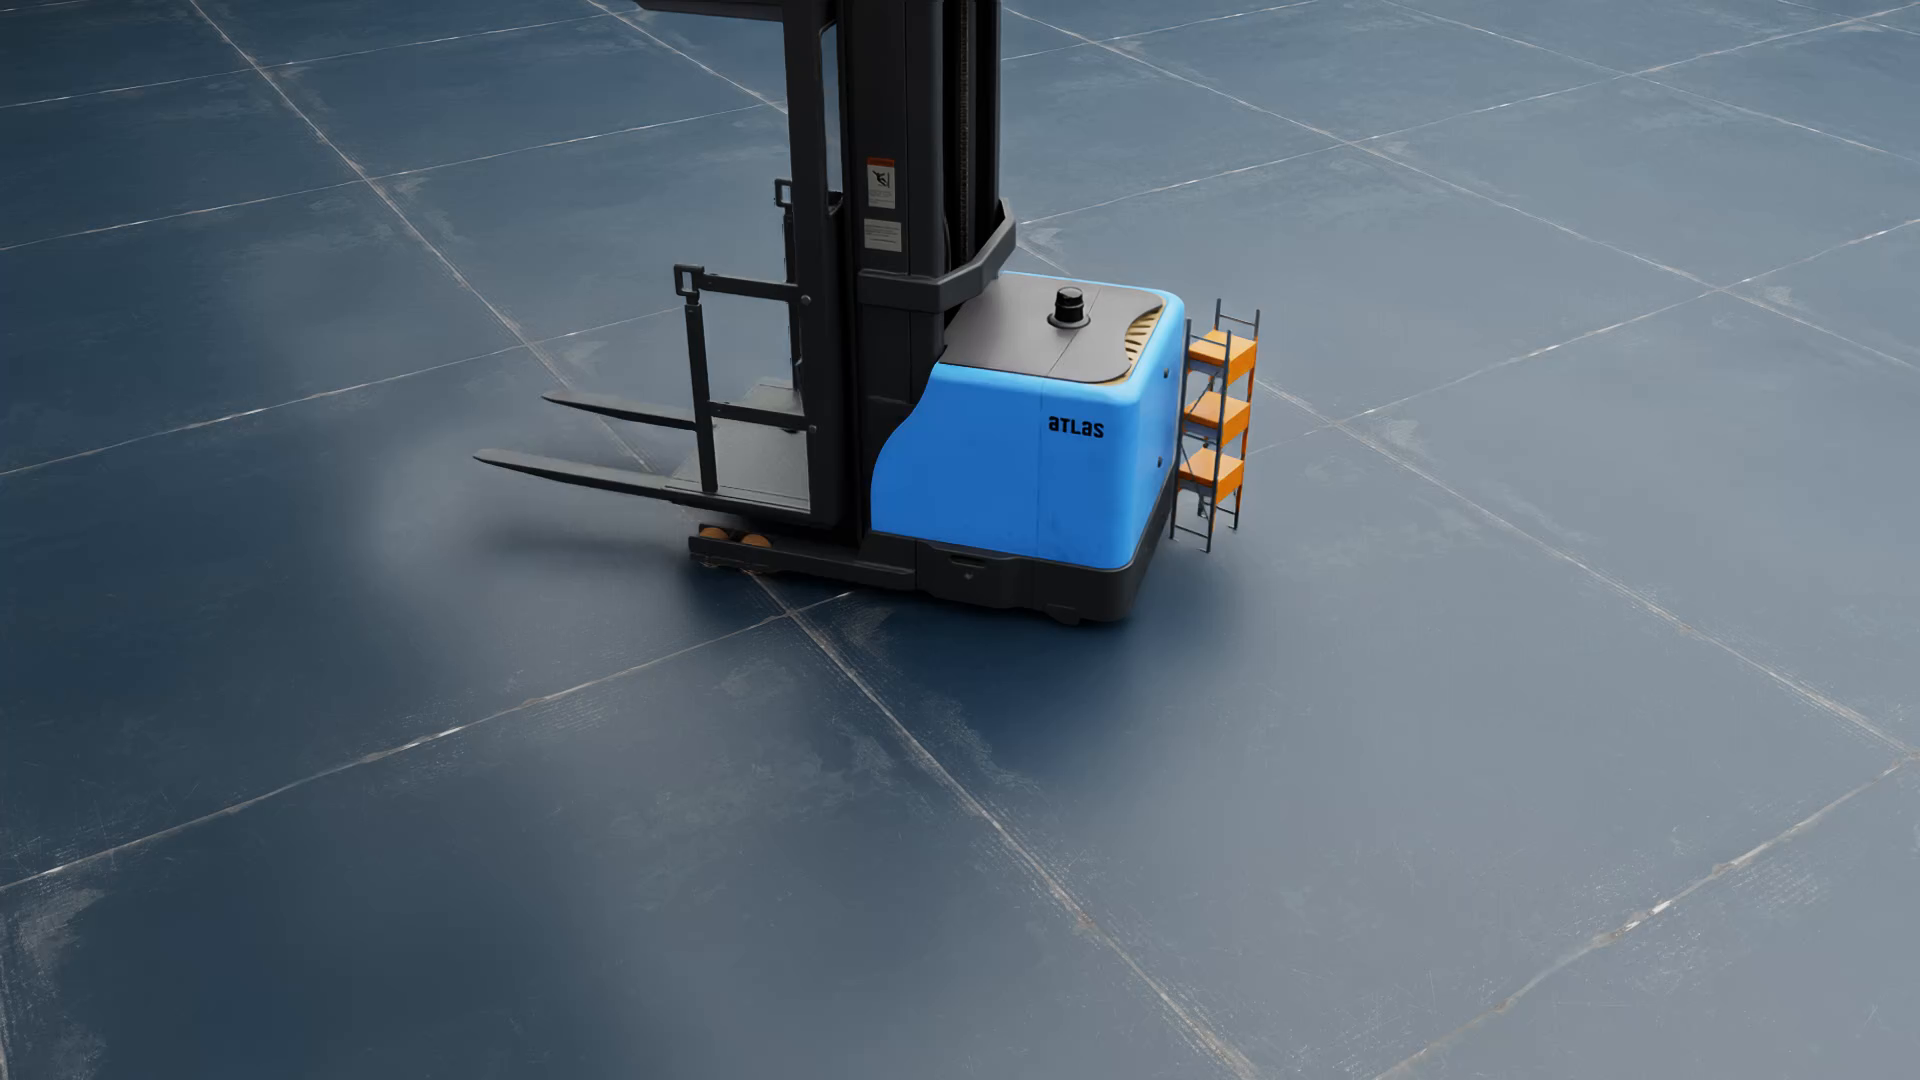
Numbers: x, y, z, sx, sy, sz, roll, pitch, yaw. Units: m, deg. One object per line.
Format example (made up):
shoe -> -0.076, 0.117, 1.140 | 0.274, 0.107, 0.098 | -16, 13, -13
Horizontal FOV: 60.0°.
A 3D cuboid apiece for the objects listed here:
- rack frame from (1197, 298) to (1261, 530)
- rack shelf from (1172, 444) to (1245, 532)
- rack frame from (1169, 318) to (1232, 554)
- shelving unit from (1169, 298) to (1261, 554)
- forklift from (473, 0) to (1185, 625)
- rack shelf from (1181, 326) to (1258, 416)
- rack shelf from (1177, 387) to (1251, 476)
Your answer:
rack frame -> 1.142, -0.523, 7.094 | 0.200, 1.050, 0.008 | 22, 38, 30
rack shelf -> 1.069, -0.226, 7.165 | 0.215, 0.259, 0.240 | 22, 38, 30
rack frame -> 0.997, -0.418, 6.928 | 0.200, 1.050, 0.008 | 22, 38, 30
shelving unit -> 1.069, -0.470, 7.011 | 0.215, 1.050, 0.252 | 22, 38, 30
forklift -> -0.635, -1.350, 6.643 | 3.031, 2.935, 1.130 | 10, 33, 15
rack shelf -> 1.070, -0.702, 6.866 | 0.215, 0.259, 0.240 | 22, 38, 30
rack shelf -> 1.069, -0.461, 7.017 | 0.215, 0.259, 0.240 | 22, 38, 30
